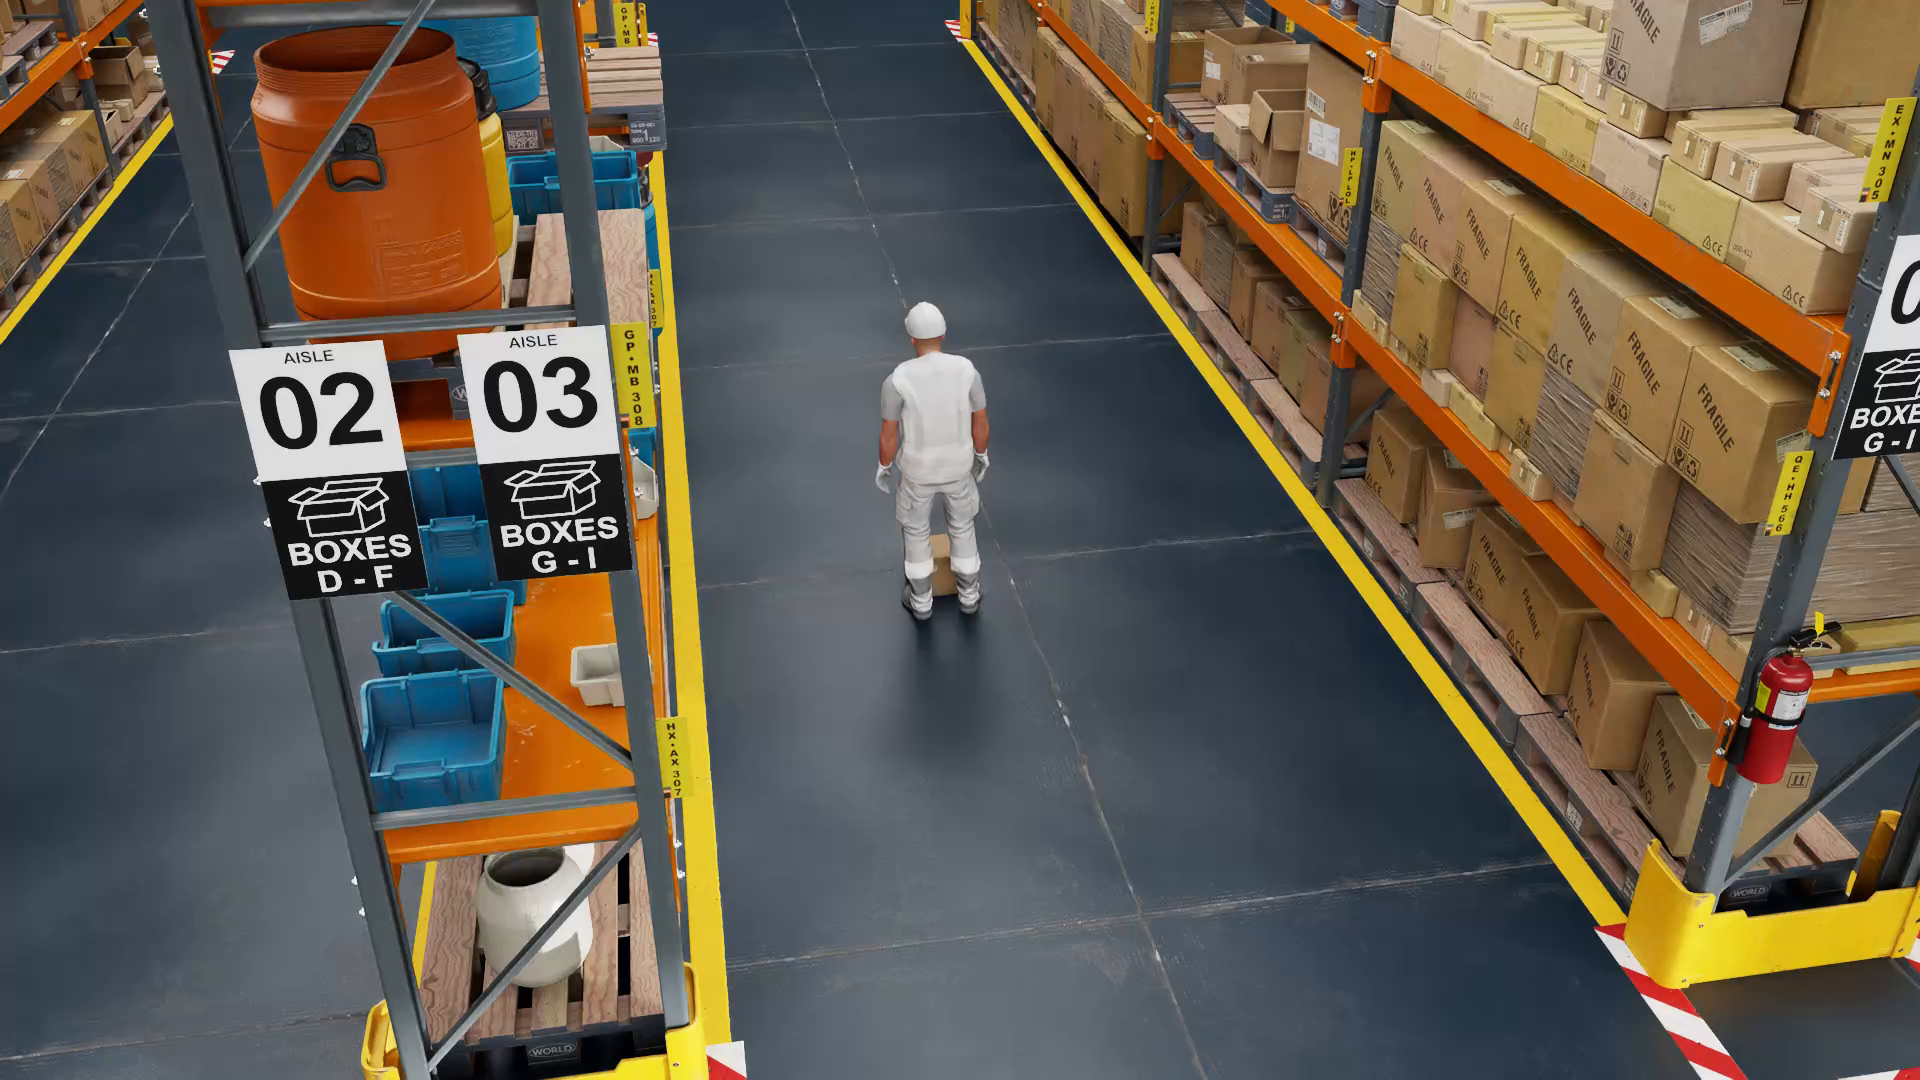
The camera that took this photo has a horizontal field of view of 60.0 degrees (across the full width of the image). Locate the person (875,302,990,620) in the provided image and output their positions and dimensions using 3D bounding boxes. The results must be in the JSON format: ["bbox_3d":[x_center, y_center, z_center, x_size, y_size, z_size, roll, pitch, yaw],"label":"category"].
[{"bbox_3d":[-0.140,-0.398,8.800,0.622,1.781,0.445,-7,31,-11],"label":"person"}]
